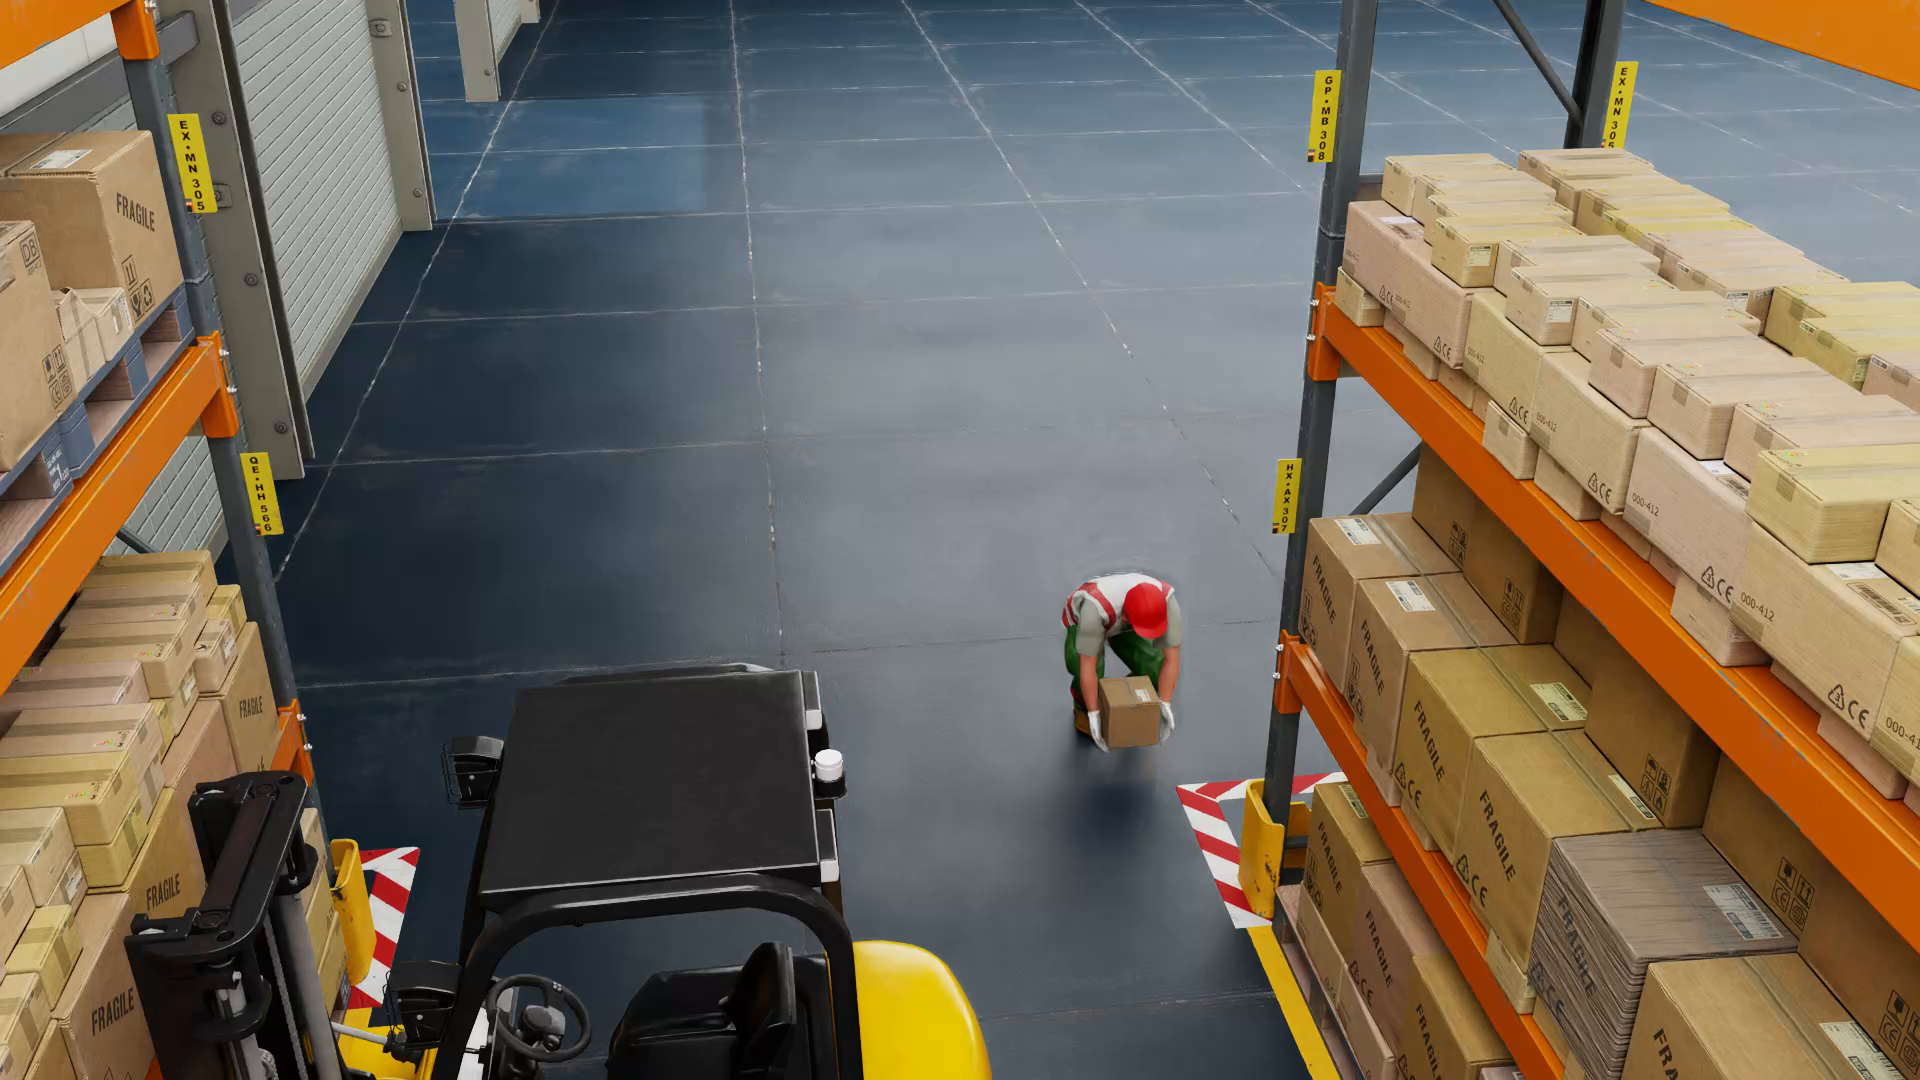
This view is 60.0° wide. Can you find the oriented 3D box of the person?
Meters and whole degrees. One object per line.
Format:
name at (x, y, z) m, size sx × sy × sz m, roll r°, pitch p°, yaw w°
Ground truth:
person at (0.816, 0.533, 8.412) m, size 0.567 × 1.006 × 0.883 m, roll -4°, pitch 27°, yaw -7°
